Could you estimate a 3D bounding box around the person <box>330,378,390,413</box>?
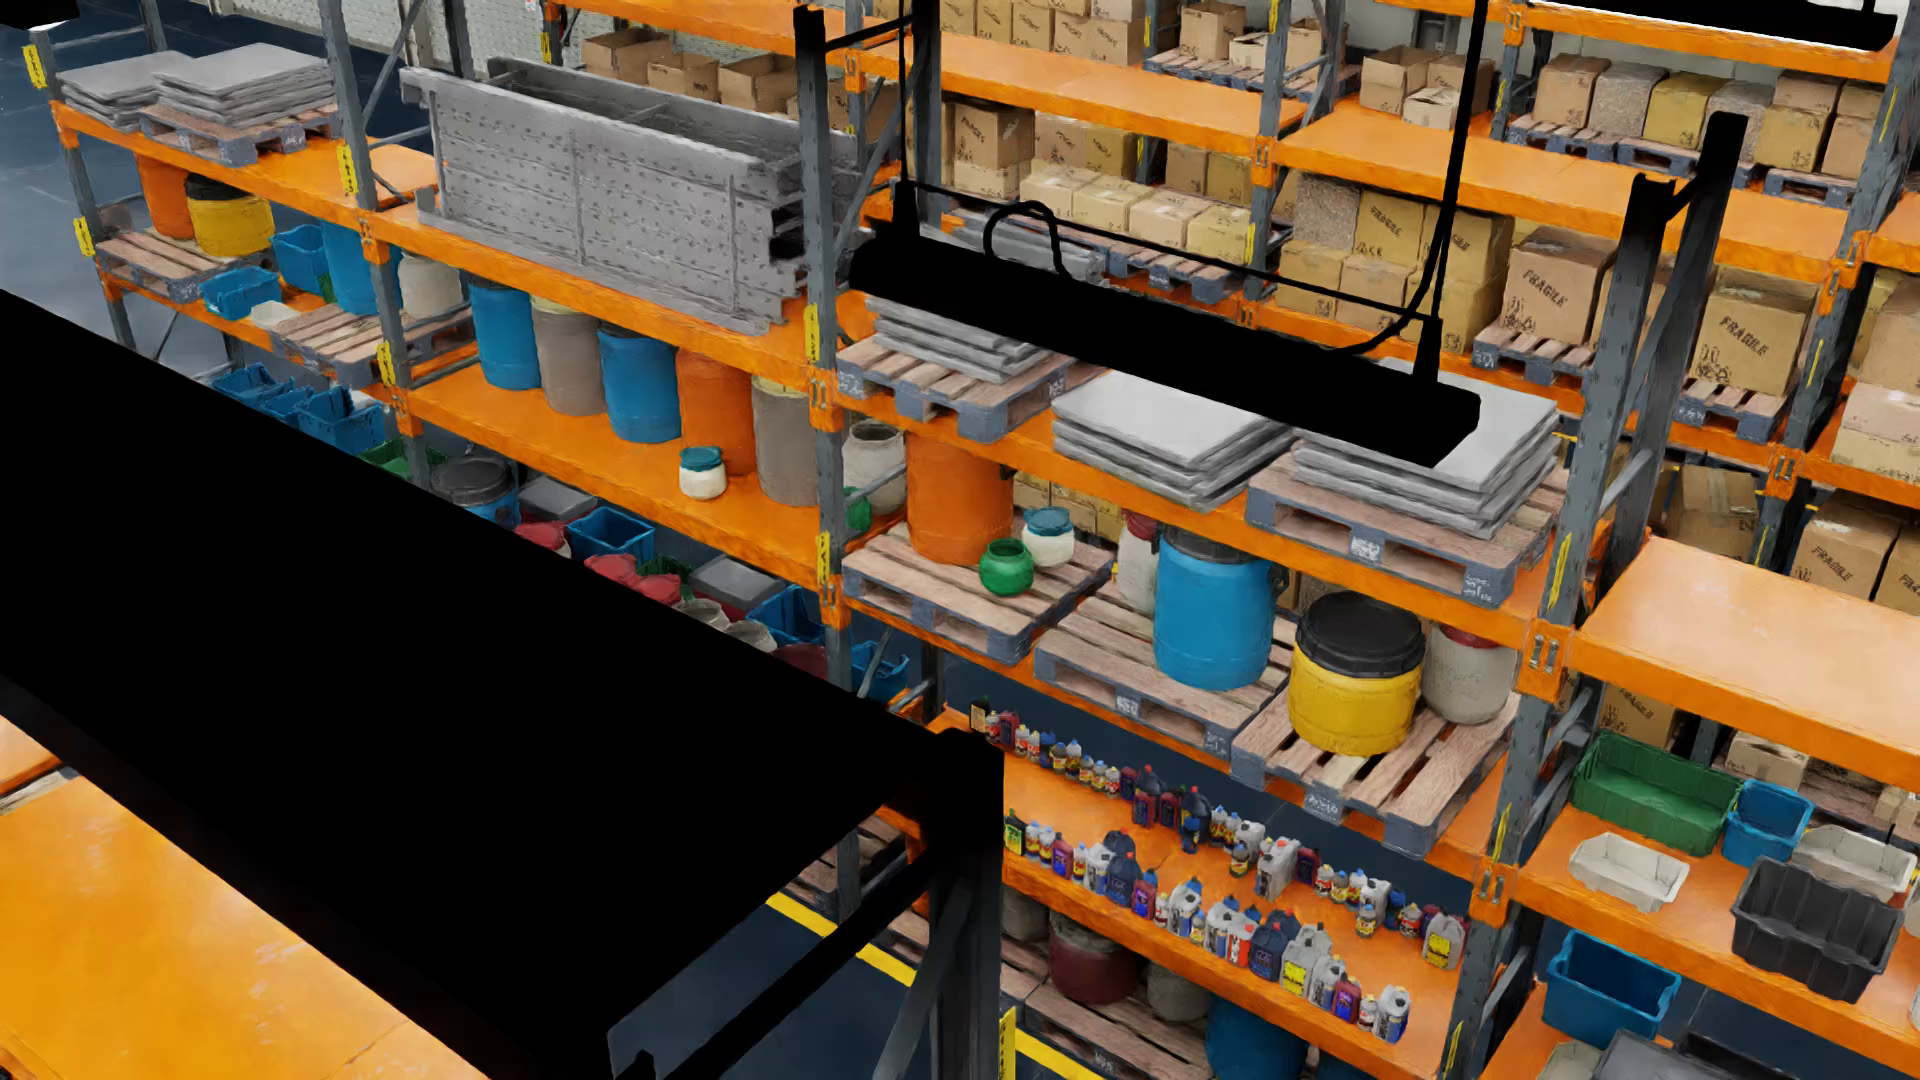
[{"bbox_3d":[-5.742,-1.338,15.897,0.955,1.616,0.492,24,39,34],"label":"person"}]
